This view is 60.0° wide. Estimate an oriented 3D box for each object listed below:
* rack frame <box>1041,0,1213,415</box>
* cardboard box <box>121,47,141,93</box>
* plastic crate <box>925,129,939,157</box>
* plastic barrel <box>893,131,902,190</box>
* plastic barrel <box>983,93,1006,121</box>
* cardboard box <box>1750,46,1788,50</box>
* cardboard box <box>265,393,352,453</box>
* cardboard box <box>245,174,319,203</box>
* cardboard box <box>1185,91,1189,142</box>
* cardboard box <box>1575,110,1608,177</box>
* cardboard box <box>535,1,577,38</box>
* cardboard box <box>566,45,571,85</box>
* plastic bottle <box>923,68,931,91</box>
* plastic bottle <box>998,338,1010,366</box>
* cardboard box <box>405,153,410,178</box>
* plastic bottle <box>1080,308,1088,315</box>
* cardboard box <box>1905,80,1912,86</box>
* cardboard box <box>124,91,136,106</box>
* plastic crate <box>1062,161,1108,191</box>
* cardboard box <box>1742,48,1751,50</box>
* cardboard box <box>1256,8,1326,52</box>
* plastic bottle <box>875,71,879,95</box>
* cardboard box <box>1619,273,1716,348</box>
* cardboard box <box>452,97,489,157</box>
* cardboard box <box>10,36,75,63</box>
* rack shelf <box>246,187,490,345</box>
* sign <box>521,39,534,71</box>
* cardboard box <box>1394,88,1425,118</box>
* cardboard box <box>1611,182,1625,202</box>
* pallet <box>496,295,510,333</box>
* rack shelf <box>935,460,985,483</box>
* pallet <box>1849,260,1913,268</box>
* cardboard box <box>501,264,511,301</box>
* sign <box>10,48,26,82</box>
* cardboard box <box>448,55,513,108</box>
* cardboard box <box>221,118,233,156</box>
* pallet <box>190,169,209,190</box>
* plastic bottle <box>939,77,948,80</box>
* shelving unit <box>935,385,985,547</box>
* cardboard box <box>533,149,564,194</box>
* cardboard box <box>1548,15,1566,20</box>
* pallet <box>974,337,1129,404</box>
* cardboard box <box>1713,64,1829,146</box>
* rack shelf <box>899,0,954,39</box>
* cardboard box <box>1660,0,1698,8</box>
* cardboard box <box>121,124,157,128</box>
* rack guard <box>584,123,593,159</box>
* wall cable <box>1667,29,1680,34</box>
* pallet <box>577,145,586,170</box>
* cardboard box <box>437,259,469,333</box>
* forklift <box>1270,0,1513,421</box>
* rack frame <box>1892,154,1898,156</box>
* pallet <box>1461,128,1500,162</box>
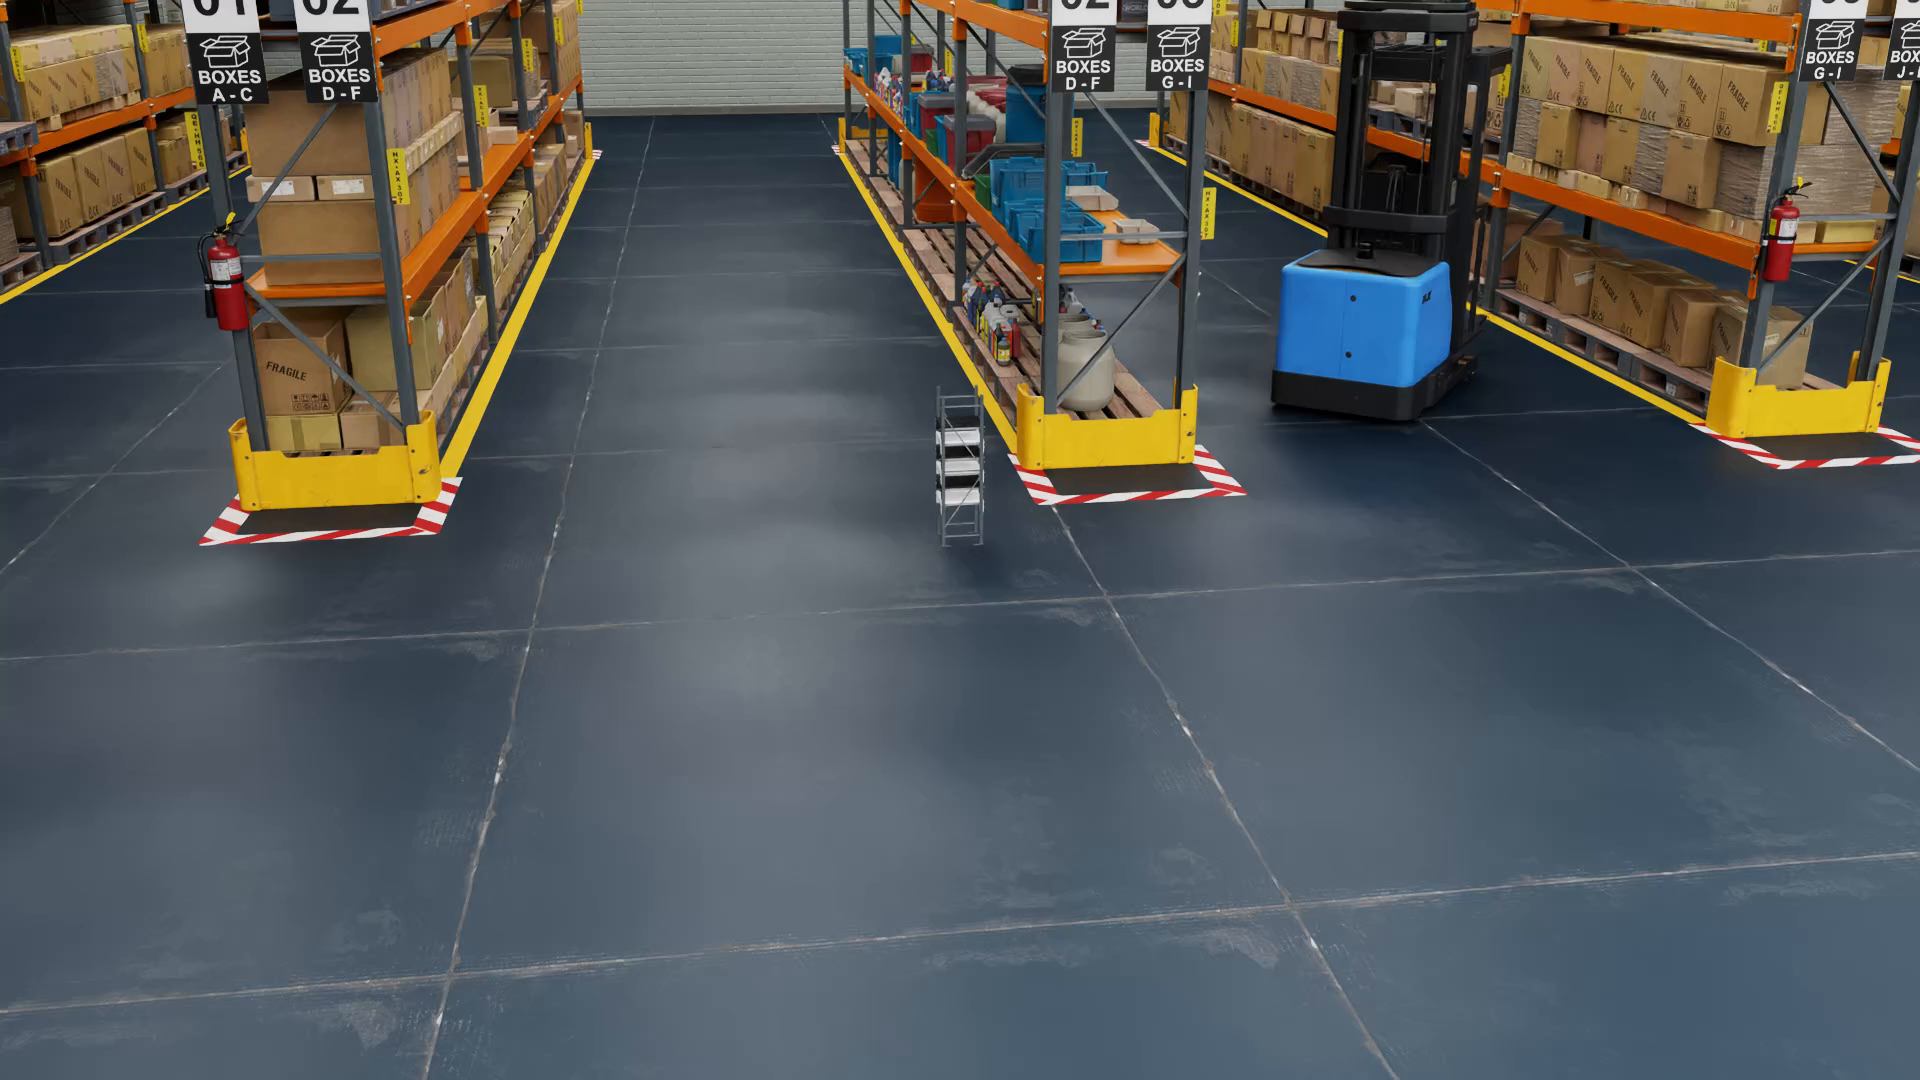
[{"bbox_3d":[1.033,-1.927,10.589,1.000,3.000,0.127,-3,21,-8],"label":"rack frame"},{"bbox_3d":[-10.185,-5.631,19.908,0.500,0.500,0.500,-3,21,-9],"label":"cardboard box"},{"bbox_3d":[-0.074,-3.802,15.910,0.450,0.188,0.662,-3,21,-8],"label":"plastic crate"},{"bbox_3d":[-0.534,-4.861,20.844,0.600,0.901,0.708,-3,21,-8],"label":"plastic barrel"},{"bbox_3d":[0.429,-3.972,15.870,0.433,0.535,0.433,0,20,0],"label":"plastic barrel"},{"bbox_3d":[9.756,-5.868,20.047,0.380,0.149,0.250,-3,21,-8],"label":"cardboard box"},{"bbox_3d":[-4.239,-0.758,10.788,0.500,0.250,0.500,-3,21,-8],"label":"cardboard box"},{"bbox_3d":[-4.113,-2.152,10.121,0.380,0.149,0.250,-3,21,-9],"label":"cardboard box"},{"bbox_3d":[3.930,-6.385,24.962,0.875,0.875,0.875,-3,21,-8],"label":"cardboard box"},{"bbox_3d":[5.570,-3.246,13.552,0.875,0.500,0.500,-3,21,-8],"label":"cardboard box"},{"bbox_3d":[-5.766,-7.418,23.719,0.500,0.500,0.500,-2,21,-6],"label":"cardboard box"},{"bbox_3d":[-5.550,-6.421,22.478,0.500,0.500,0.500,-3,21,-8],"label":"cardboard box"},{"bbox_3d":[-0.384,-5.750,20.894,0.144,0.351,0.185,-3,21,-8],"label":"plastic bottle"},{"bbox_3d":[0.334,-1.436,12.645,0.097,0.201,0.097,0,20,0],"label":"plastic bottle"},{"bbox_3d":[-3.823,-2.441,10.895,0.380,0.149,0.250,-3,21,-9],"label":"cardboard box"},{"bbox_3d":[0.986,-1.722,13.310,0.097,0.271,0.097,0,20,0],"label":"plastic bottle"},{"bbox_3d":[10.054,-4.817,16.754,0.700,0.500,0.500,-3,21,-7],"label":"cardboard box"},{"bbox_3d":[-10.112,-5.285,19.910,0.380,0.149,0.250,-3,21,-7],"label":"cardboard box"},{"bbox_3d":[0.884,-2.873,13.334,0.499,0.251,0.616,-3,21,-8],"label":"plastic crate"},{"bbox_3d":[9.145,-5.753,19.742,0.380,0.149,0.250,-3,21,-8],"label":"cardboard box"},{"bbox_3d":[4.304,-6.628,21.598,0.797,0.503,0.637,-3,21,-9],"label":"cardboard box"},{"bbox_3d":[-1.047,-5.833,21.212,0.061,0.283,0.133,-3,21,-8],"label":"plastic bottle"},{"bbox_3d":[5.669,-1.843,13.335,0.500,0.500,0.500,-1,21,-3],"label":"cardboard box"},{"bbox_3d":[-4.765,-3.915,15.769,0.500,0.500,0.500,-4,21,-11],"label":"cardboard box"},{"bbox_3d":[-9.889,-5.273,17.880,0.500,0.250,0.500,-3,21,-7],"label":"cardboard box"},{"bbox_3d":[-4.158,-2.034,11.903,1.077,0.370,4.000,-3,21,-8],"label":"rack shelf"},{"bbox_3d":[-4.474,-5.020,17.215,0.100,0.325,0.005,-3,21,-8],"label":"sign"},{"bbox_3d":[4.795,-4.481,17.042,0.500,0.250,0.500,-4,21,-9],"label":"cardboard box"},{"bbox_3d":[5.401,-2.752,13.155,0.380,0.149,0.250,-3,21,-8],"label":"cardboard box"},{"bbox_3d":[-4.591,-2.010,14.797,1.003,0.211,1.213,-3,21,-8],"label":"pallet"},{"bbox_3d":[-0.001,-0.393,9.578,0.258,0.077,0.200,-3,21,-8],"label":"rack shelf"},{"bbox_3d":[9.915,-3.157,17.868,1.003,0.211,1.213,-3,21,-8],"label":"pallet"},{"bbox_3d":[-4.332,-2.301,14.920,0.500,0.250,0.500,-2,21,-6],"label":"cardboard box"},{"bbox_3d":[-9.389,-4.733,16.560,0.100,0.325,0.005,-3,21,-8],"label":"sign"},{"bbox_3d":[-5.225,-4.904,17.817,0.700,0.500,0.500,-10,23,-26],"label":"cardboard box"},{"bbox_3d":[-10.878,-5.756,23.812,0.700,0.500,0.500,-3,21,-8],"label":"cardboard box"},{"bbox_3d":[-10.712,-4.966,22.712,1.003,0.211,1.213,-3,21,-8],"label":"pallet"},{"bbox_3d":[-0.195,-5.603,20.607,0.152,0.276,0.135,-3,21,-8],"label":"plastic bottle"},{"bbox_3d":[-0.001,-0.424,9.566,0.258,0.900,0.210,-3,21,-8],"label":"shelving unit"},{"bbox_3d":[-5.182,-4.541,20.530,0.500,0.500,0.500,-3,21,-8],"label":"cardboard box"},{"bbox_3d":[8.711,-7.529,23.591,0.500,0.500,0.500,-4,21,-9],"label":"cardboard box"},{"bbox_3d":[0.691,-1.348,13.023,1.003,0.211,1.213,-3,21,-8],"label":"pallet"},{"bbox_3d":[5.610,-3.009,11.490,0.500,0.500,0.500,-3,21,-8],"label":"cardboard box"},{"bbox_3d":[0.168,-5.073,15.752,1.077,0.370,4.000,-3,21,-8],"label":"rack shelf"},{"bbox_3d":[5.472,-4.017,12.110,0.500,0.250,0.500,-2,21,-7],"label":"cardboard box"},{"bbox_3d":[-10.799,-5.389,21.904,0.380,0.149,0.250,-4,21,-9],"label":"cardboard box"},{"bbox_3d":[-6.165,-6.021,25.122,1.175,0.500,0.348,-3,21,-8],"label":"rack guard"},{"bbox_3d":[14.000,-10.719,32.677,0.588,1.984,0.122,-3,21,-8],"label":"wall cable"},{"bbox_3d":[-6.049,-5.610,24.434,1.003,0.211,1.213,-3,21,-8],"label":"pallet"},{"bbox_3d":[-4.027,-1.827,12.579,0.500,0.500,0.500,-3,21,-8],"label":"cardboard box"},{"bbox_3d":[3.463,-2.687,12.722,1.130,2.935,3.031,11,23,28],"label":"forklift"},{"bbox_3d":[14.010,-6.832,23.720,1.000,3.000,0.127,-3,21,-8],"label":"rack frame"},{"bbox_3d":[5.391,-3.744,15.727,1.003,0.211,1.213,-3,21,-8],"label":"pallet"}]
